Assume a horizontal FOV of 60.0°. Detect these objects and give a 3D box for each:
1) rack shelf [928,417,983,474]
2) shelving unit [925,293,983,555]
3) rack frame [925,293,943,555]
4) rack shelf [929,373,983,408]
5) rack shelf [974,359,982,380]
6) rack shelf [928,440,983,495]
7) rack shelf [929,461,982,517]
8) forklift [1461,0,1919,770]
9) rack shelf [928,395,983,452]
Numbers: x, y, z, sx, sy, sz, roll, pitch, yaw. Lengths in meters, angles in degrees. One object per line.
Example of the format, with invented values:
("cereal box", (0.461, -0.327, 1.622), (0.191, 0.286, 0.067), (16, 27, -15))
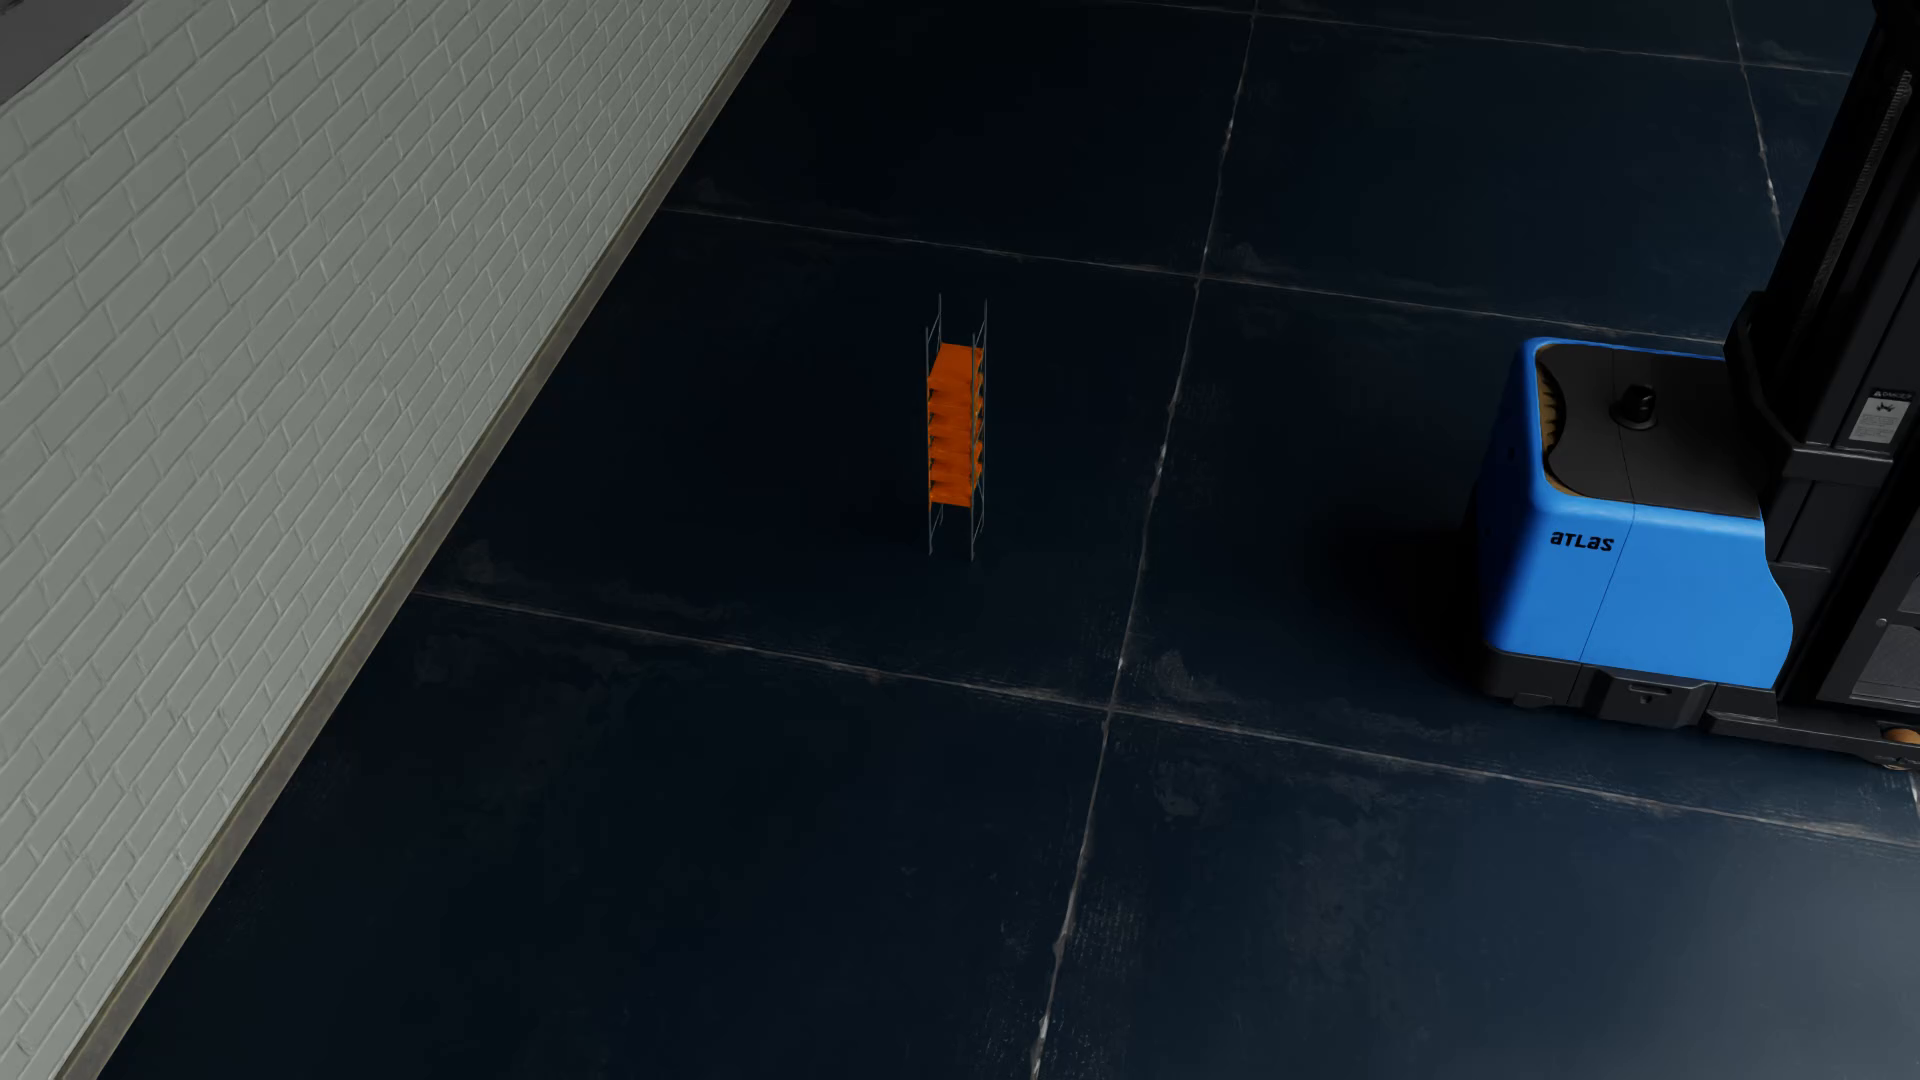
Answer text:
("rack shelf", (-0.014, -0.402, 6.827), (0.180, 0.103, 0.258), (9, 45, 9))
("shelving unit", (-0.016, -0.435, 6.797), (0.184, 1.200, 0.258), (9, 45, 9))
("rack frame", (-0.103, -0.448, 6.811), (0.006, 1.200, 0.240), (9, 45, 9))
("rack shelf", (-0.014, -0.595, 6.642), (0.171, 0.034, 0.221), (9, 45, 9))
("rack shelf", (-0.014, -0.676, 6.564), (0.166, 0.020, 0.199), (9, 45, 9))
("rack shelf", (-0.014, -0.316, 6.910), (0.180, 0.103, 0.258), (9, 45, 9))
("rack shelf", (-0.014, -0.230, 6.993), (0.180, 0.103, 0.258), (9, 45, 9))
("forklift", (3.560, -0.514, 5.727), (3.031, 2.797, 1.129), (8, 44, 8))
("rack shelf", (-0.014, -0.489, 6.744), (0.180, 0.103, 0.258), (9, 45, 9))
